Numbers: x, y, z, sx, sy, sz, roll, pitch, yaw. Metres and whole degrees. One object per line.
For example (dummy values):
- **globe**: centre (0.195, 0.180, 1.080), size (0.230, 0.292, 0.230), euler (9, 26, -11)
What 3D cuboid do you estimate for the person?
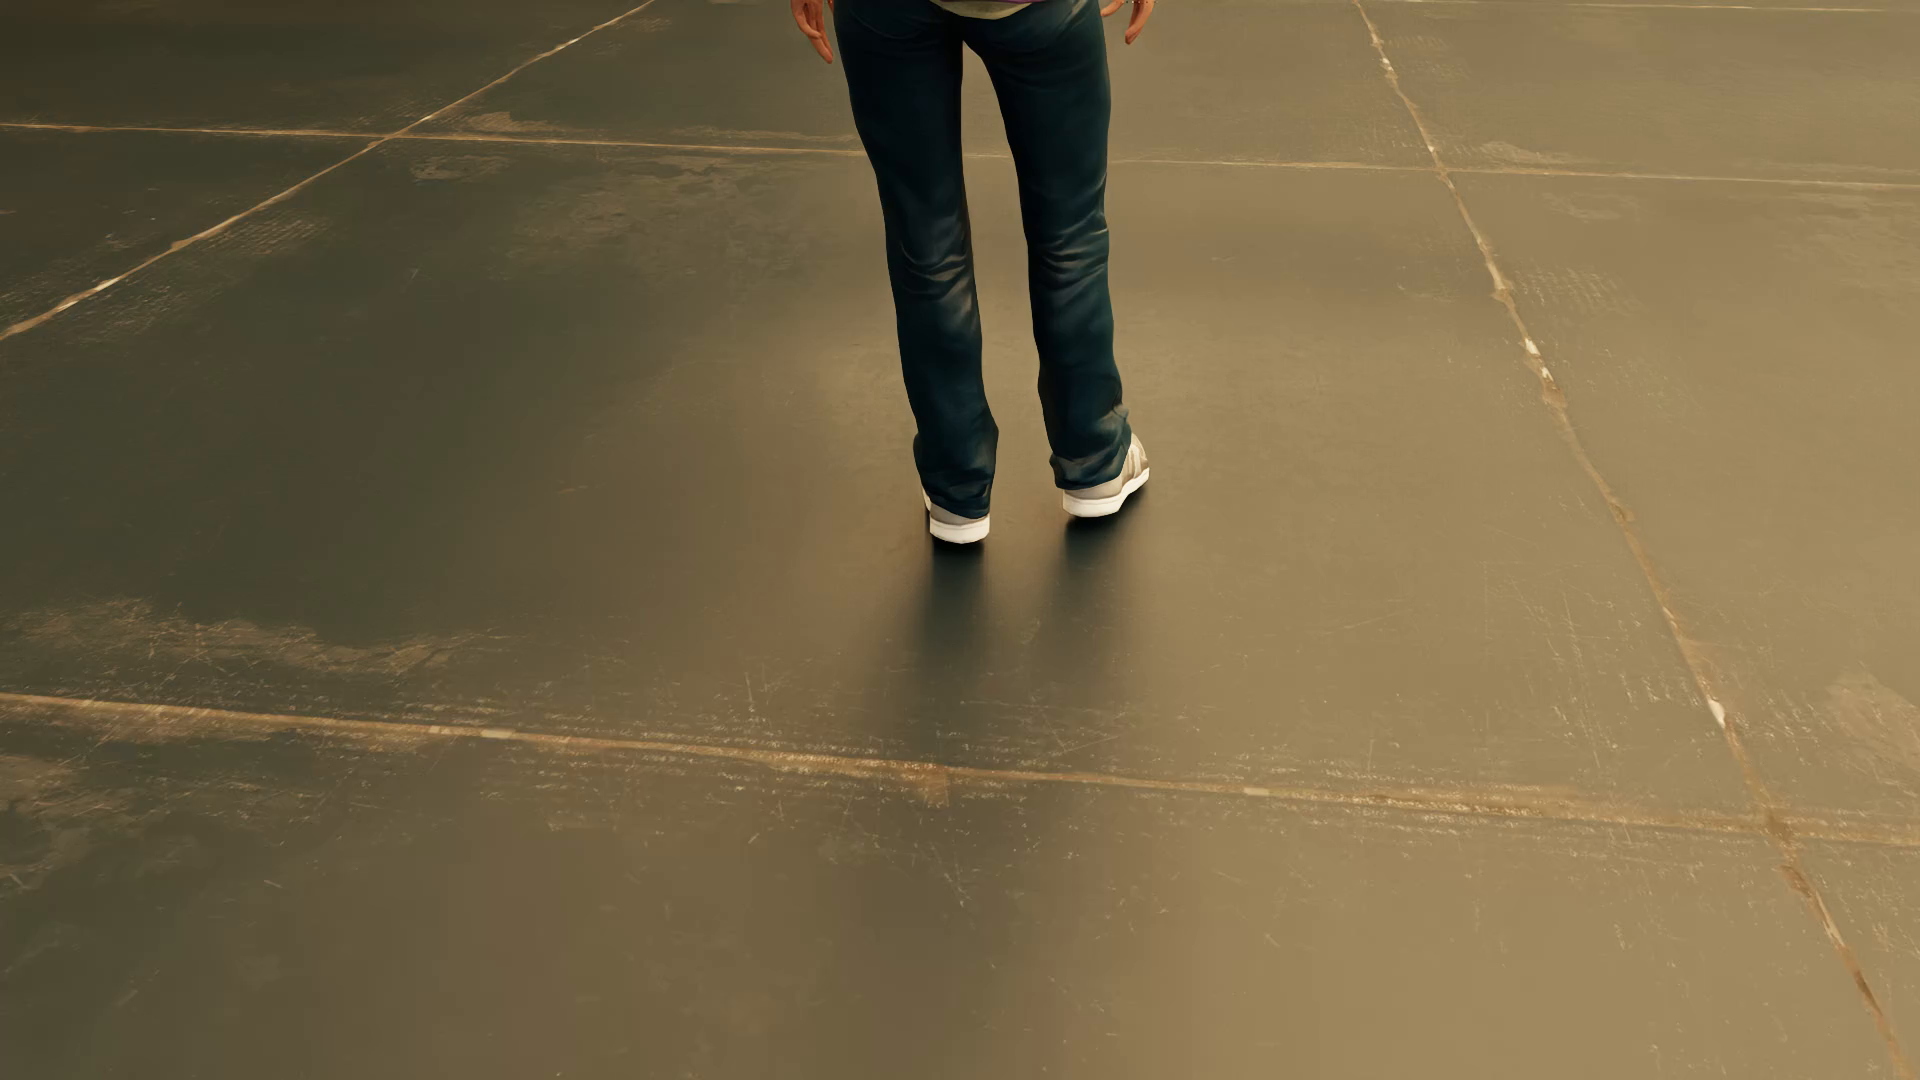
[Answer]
- **person**: centre (0.024, -0.754, 2.205), size (0.520, 1.599, 0.473), euler (3, 27, 7)
